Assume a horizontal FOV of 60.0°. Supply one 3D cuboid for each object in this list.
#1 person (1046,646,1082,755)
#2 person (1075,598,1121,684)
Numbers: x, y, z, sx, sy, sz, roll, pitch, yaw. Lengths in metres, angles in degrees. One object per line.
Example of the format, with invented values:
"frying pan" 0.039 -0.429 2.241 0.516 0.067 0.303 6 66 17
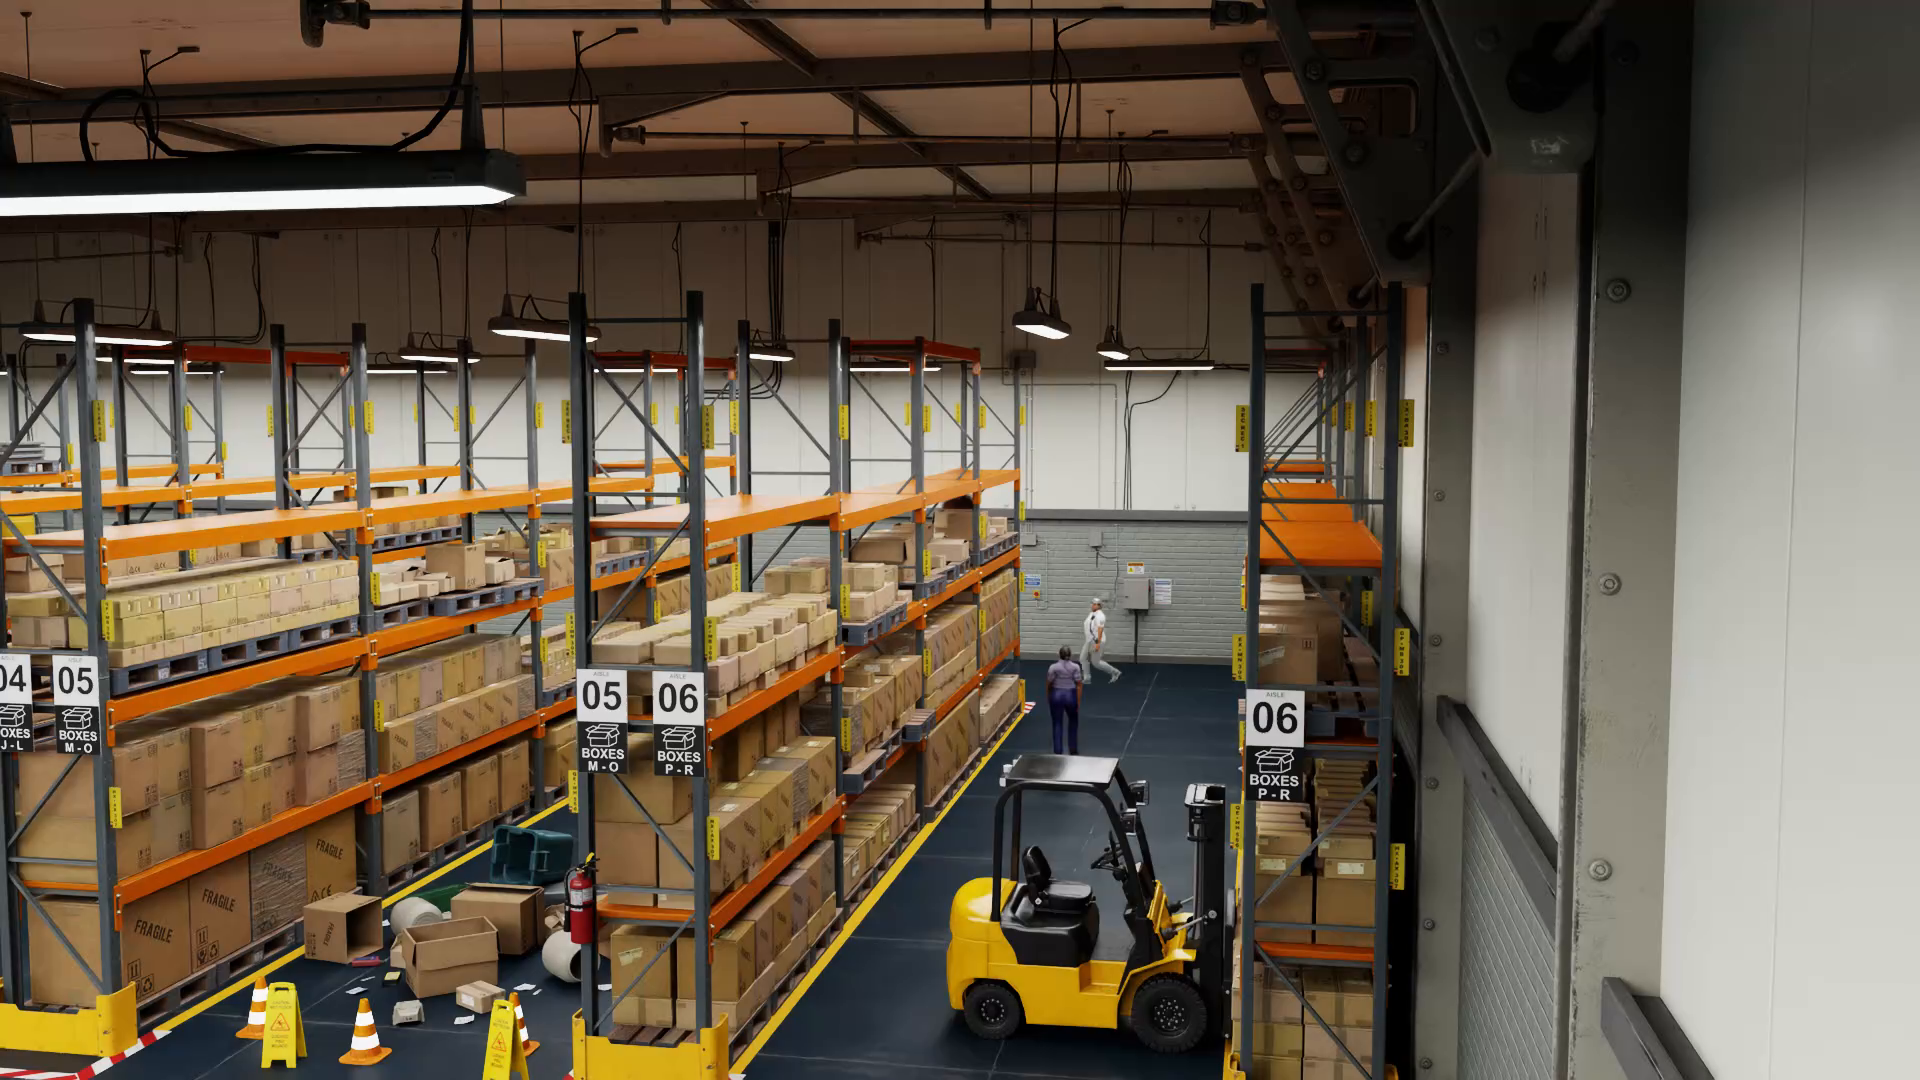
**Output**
"person" 1.492 2.318 23.793 0.523 1.643 0.735 1 5 6
"person" 2.545 1.868 30.695 0.824 1.608 0.523 0 5 -5
